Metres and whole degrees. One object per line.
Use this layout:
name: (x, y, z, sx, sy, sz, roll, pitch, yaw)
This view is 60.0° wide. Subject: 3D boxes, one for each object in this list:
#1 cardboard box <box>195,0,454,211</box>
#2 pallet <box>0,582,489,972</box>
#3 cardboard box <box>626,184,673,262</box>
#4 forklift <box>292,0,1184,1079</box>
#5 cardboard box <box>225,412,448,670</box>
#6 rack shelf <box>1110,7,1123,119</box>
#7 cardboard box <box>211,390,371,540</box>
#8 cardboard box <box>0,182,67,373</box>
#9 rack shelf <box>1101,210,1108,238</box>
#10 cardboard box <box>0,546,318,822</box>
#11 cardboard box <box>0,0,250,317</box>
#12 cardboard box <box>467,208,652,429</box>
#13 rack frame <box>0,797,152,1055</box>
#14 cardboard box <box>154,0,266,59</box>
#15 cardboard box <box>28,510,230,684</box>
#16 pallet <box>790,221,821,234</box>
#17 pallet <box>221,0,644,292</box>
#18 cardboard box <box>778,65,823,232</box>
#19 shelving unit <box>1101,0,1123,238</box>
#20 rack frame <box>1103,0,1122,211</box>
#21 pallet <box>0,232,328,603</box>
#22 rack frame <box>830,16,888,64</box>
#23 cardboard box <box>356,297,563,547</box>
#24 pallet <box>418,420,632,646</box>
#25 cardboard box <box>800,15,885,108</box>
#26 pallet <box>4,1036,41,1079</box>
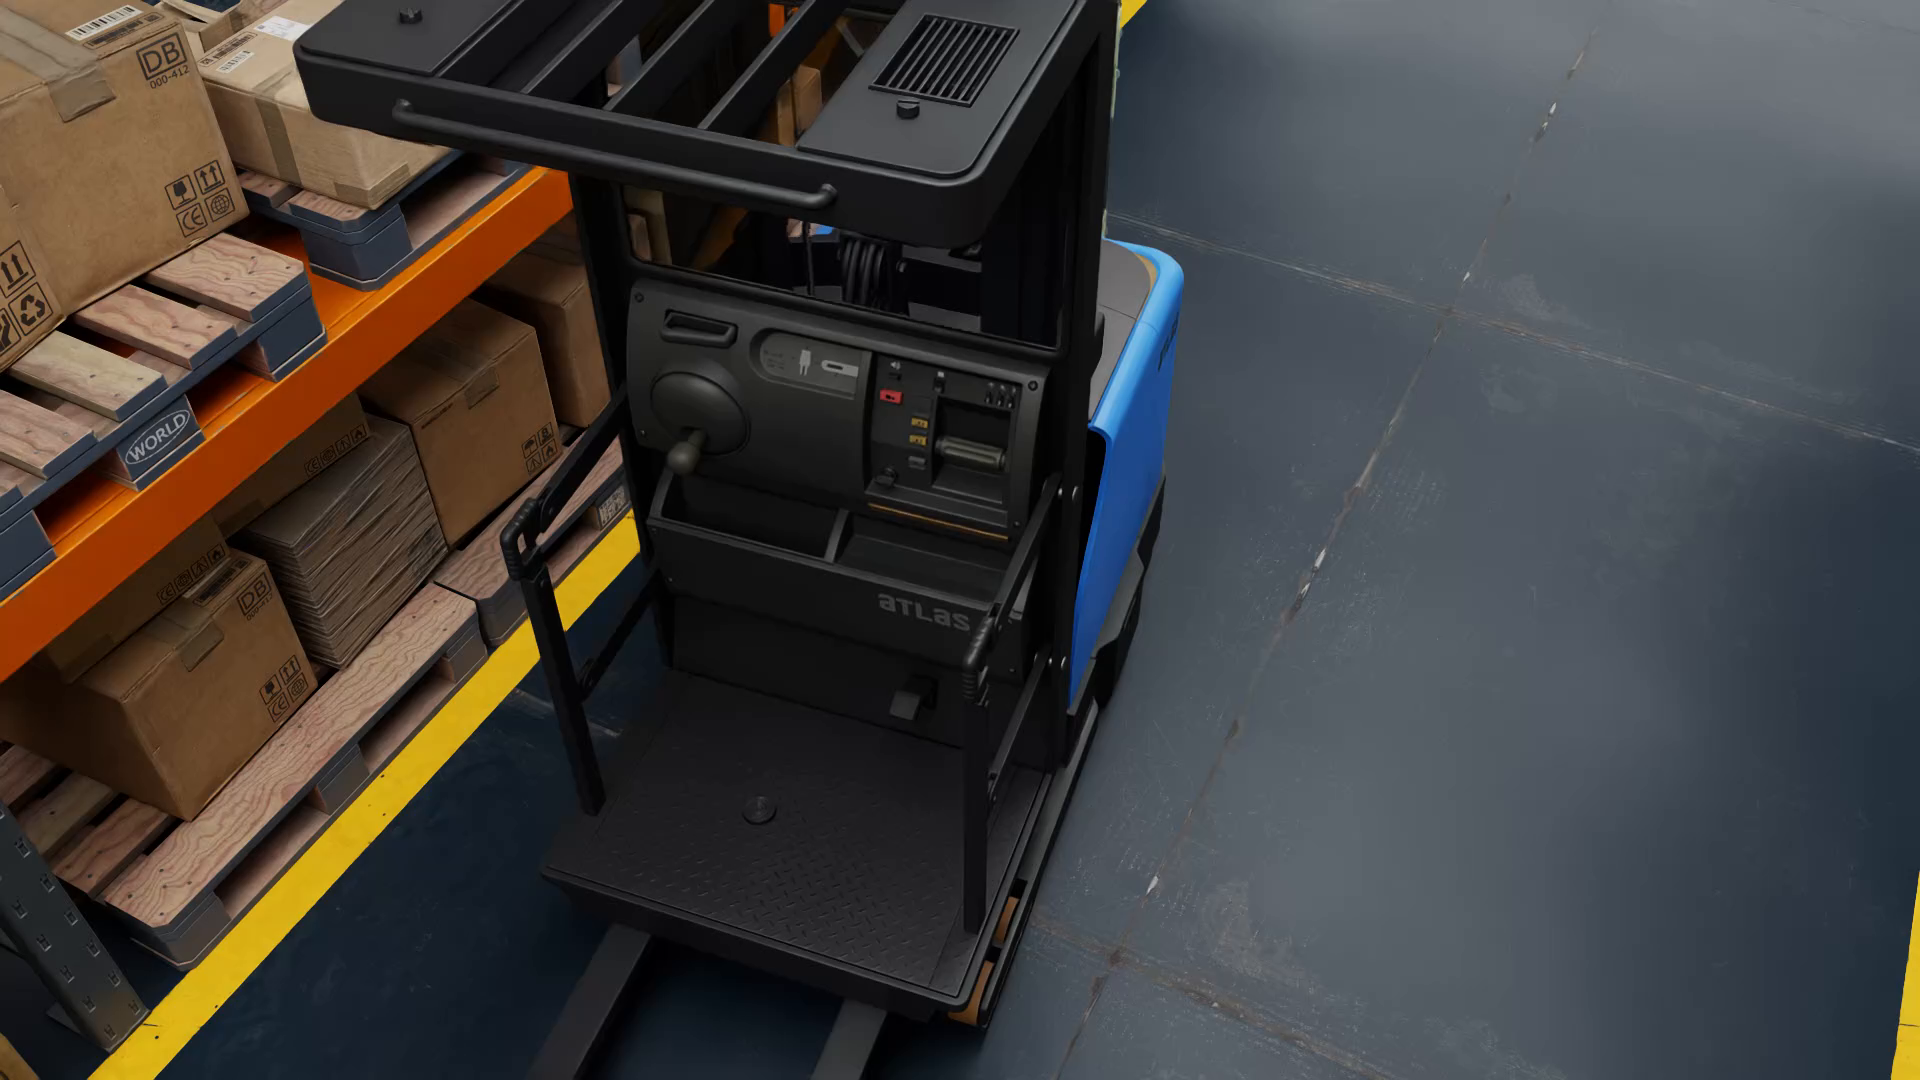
cardboard box: (-1.482, -1.089, 4.027, 0.500, 0.250, 0.500, 19, 48, 18)
pallet: (-2.099, 0.474, 4.633, 1.003, 0.211, 1.213, 20, 49, 19)
cardboard box: (-1.149, -1.136, 5.712, 0.700, 0.500, 0.500, 20, 49, 19)
forklift: (-0.345, -0.181, 3.368, 1.130, 2.935, 3.031, 14, 47, 13)
cardboard box: (-1.924, -0.072, 4.661, 0.700, 0.500, 0.500, 17, 48, 16)
rack shelf: (0.170, -1.265, 4.897, 0.431, 0.370, 0.720, 14, 47, 13)
cardboard box: (-1.942, -0.323, 4.381, 0.500, 0.250, 0.500, 26, 51, 23)
cardboard box: (-2.248, -0.550, 3.319, 0.500, 0.500, 0.500, 15, 47, 14)
rack shelf: (0.170, -0.762, 5.407, 0.431, 0.370, 0.720, 14, 47, 13)
cardboard box: (-2.170, 0.281, 4.311, 0.700, 0.500, 0.500, 18, 48, 17)
cardboard box: (-2.078, -0.935, 3.699, 0.700, 0.500, 0.500, 28, 51, 25)
cardboard box: (-1.408, -0.783, 5.363, 0.700, 0.500, 0.500, 17, 48, 16)
rack frame: (-2.463, -0.014, 3.155, 1.000, 3.000, 0.127, 20, 49, 19)
cardboard box: (-1.929, -1.254, 4.180, 0.396, 0.266, 0.258, 19, 48, 18)
cardboard box: (-2.179, 0.014, 4.048, 0.500, 0.250, 0.500, 22, 49, 21)
pallet: (-0.967, -1.063, 6.152, 1.003, 0.211, 1.213, 20, 49, 19)
pallet: (-1.581, -1.207, 4.469, 1.003, 0.211, 1.213, 20, 49, 19)
cardboard box: (-0.911, -1.430, 6.003, 0.700, 0.500, 0.500, 17, 48, 16)
shelving unit: (0.170, -0.991, 5.175, 0.431, 1.500, 0.755, 14, 47, 13)
rack frame: (0.291, -1.237, 5.418, 0.400, 1.500, 0.023, 14, 47, 13)
pallet: (-2.227, -0.431, 3.702, 1.213, 0.211, 1.003, 20, 49, 19)
rack frame: (-0.607, -2.534, 5.645, 1.000, 3.000, 0.127, 20, 49, 19)
cardboard box: (-1.667, -0.432, 5.016, 0.700, 0.500, 0.500, 24, 50, 22)
pallet: (-1.532, -0.291, 5.389, 1.003, 0.211, 1.213, 20, 49, 19)
cardboard box: (-0.386, -2.042, 6.621, 0.500, 0.500, 0.500, 19, 48, 18)
pallet: (-2.896, 1.438, 3.680, 1.003, 0.211, 1.213, 20, 49, 19)
